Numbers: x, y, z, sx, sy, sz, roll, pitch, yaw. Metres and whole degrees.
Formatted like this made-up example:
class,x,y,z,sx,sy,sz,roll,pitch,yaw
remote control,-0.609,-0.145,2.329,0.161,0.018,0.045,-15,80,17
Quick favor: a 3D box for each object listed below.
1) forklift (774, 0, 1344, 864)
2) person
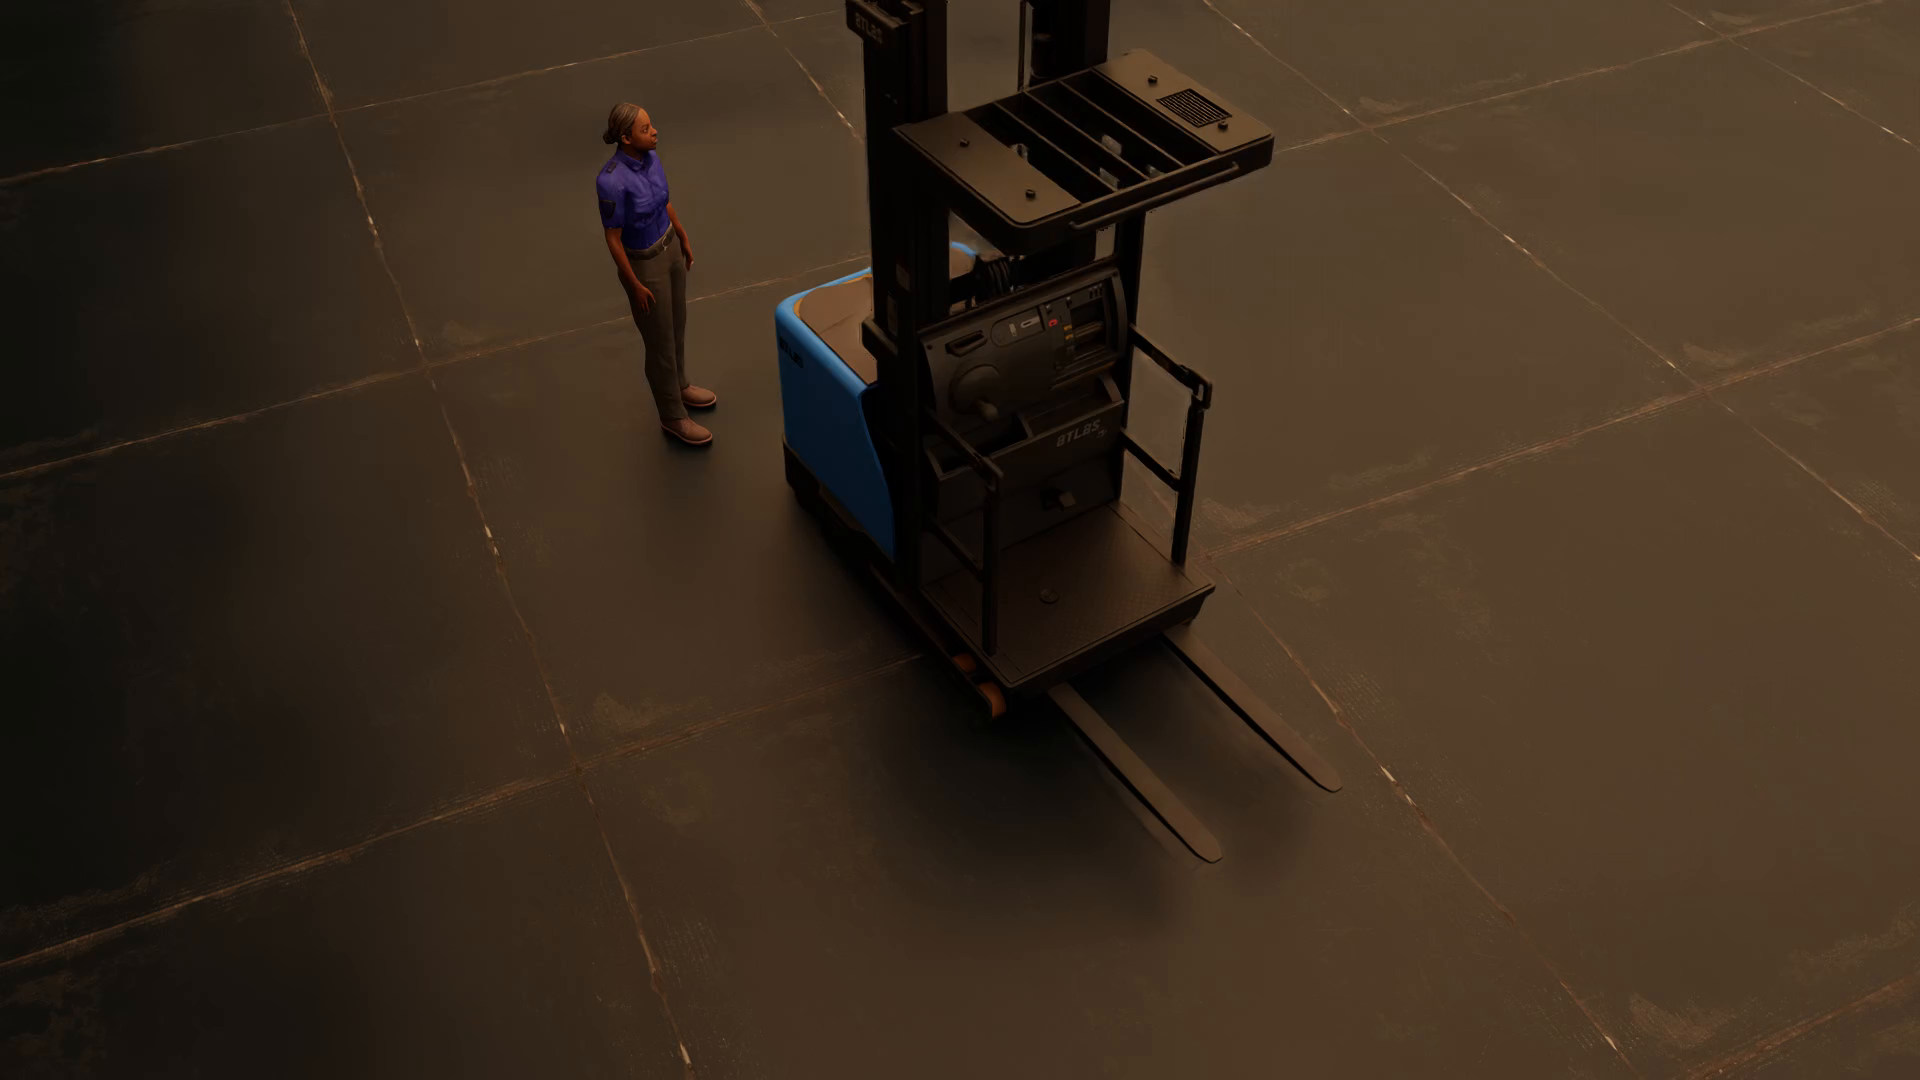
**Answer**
class,x,y,z,sx,sy,sz,roll,pitch,yaw
forklift,0.385,-0.687,6.417,1.130,2.935,3.031,-24,48,-24
person,-1.409,-1.298,7.996,0.504,1.654,0.569,13,45,14
